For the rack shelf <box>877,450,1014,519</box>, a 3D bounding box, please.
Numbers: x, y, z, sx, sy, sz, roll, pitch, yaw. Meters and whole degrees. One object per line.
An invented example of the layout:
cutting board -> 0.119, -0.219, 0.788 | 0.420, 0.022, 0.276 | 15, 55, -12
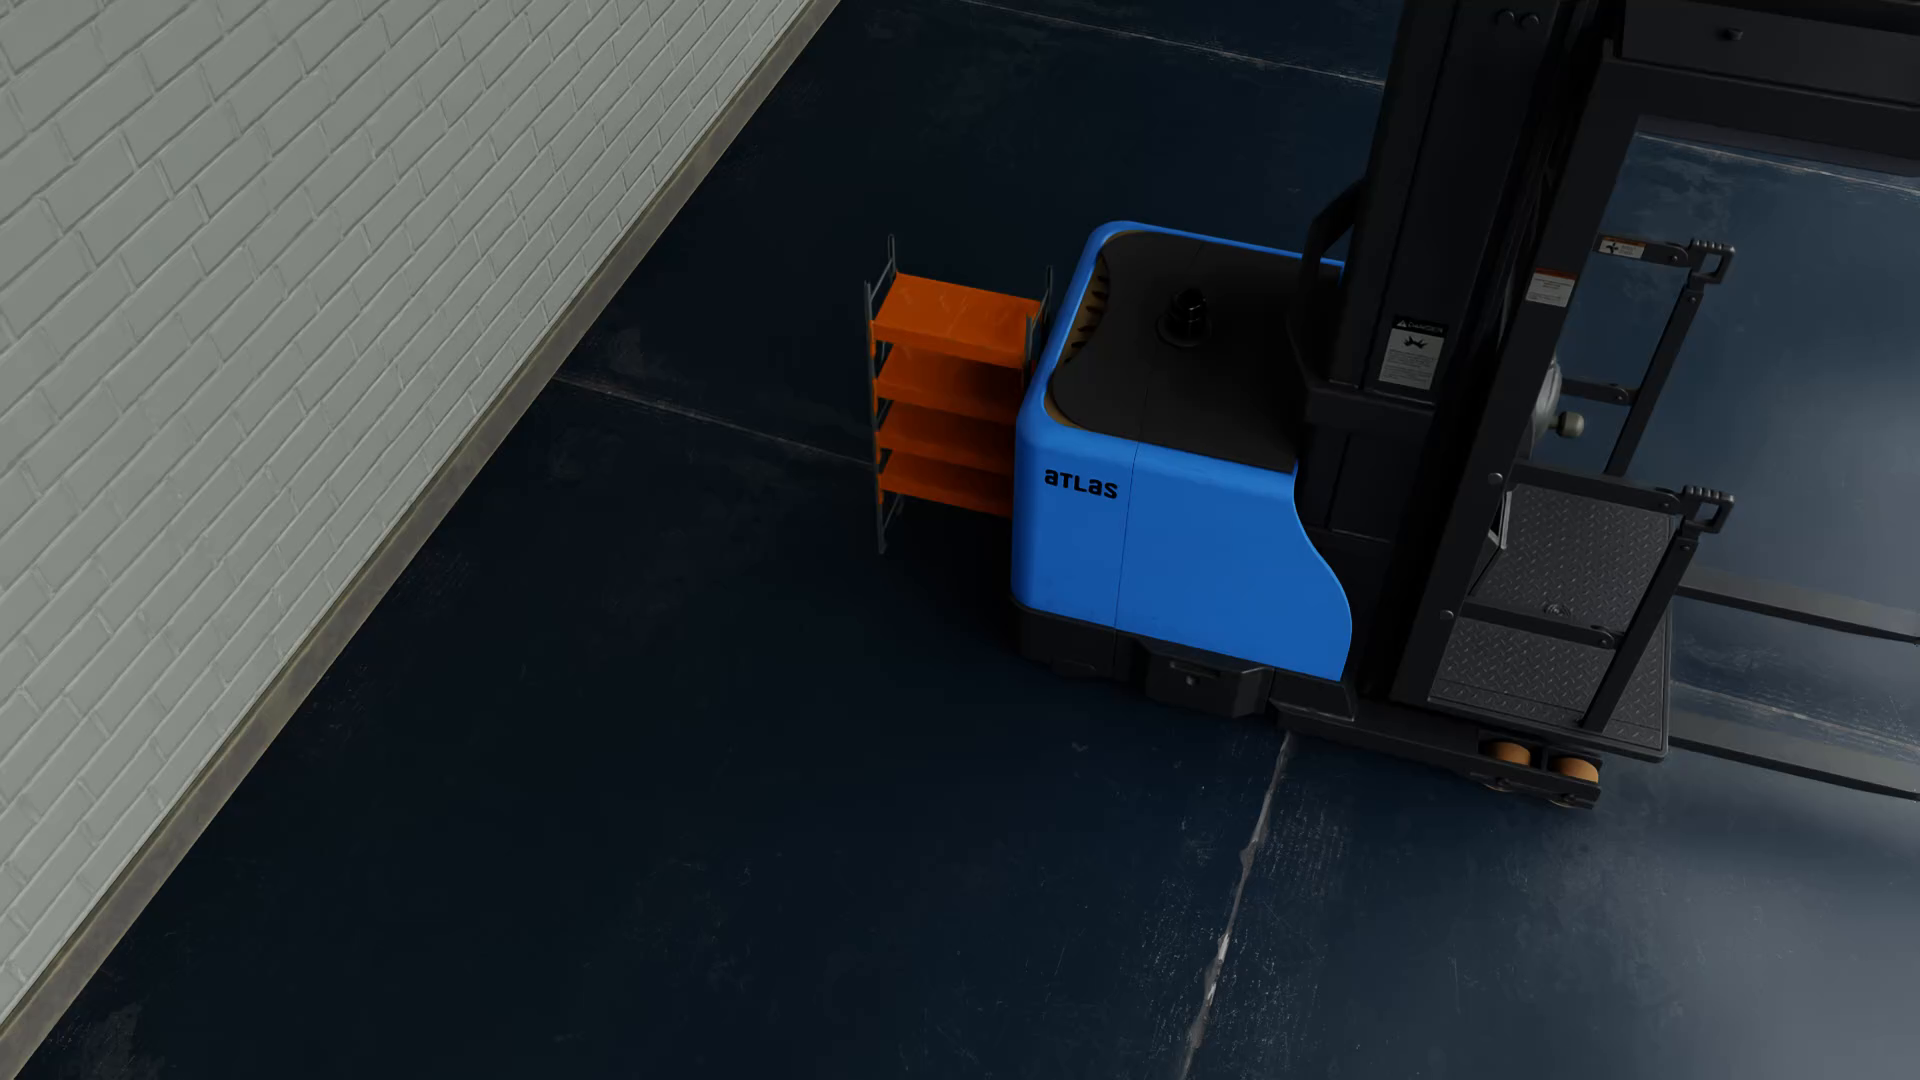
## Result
rack shelf -> -0.004, -0.202, 5.483 | 0.480, 0.148, 0.258 | 13, 50, 11

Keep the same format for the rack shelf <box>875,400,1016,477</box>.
rack shelf -> -0.004, -0.332, 5.333 | 0.480, 0.148, 0.258 | 13, 50, 11

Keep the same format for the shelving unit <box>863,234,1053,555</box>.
shelving unit -> -0.004, -0.376, 5.282 | 0.503, 1.200, 0.258 | 13, 50, 11

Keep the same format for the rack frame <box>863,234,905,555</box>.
rack frame -> -0.237, -0.430, 5.329 | 0.015, 1.200, 0.240 | 13, 50, 11

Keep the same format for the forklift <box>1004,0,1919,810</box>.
forklift -> 1.718, -0.600, 4.331 | 3.031, 2.935, 1.130 | 13, 50, 11

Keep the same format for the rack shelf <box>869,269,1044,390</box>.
rack shelf -> -0.004, -0.634, 4.985 | 0.480, 0.148, 0.258 | 13, 50, 11

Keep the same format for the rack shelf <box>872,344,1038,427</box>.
rack shelf -> -0.004, -0.479, 5.164 | 0.480, 0.148, 0.258 | 13, 50, 11

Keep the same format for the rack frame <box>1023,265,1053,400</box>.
rack frame -> 0.229, -0.323, 5.236 | 0.015, 1.200, 0.240 | 13, 50, 11
